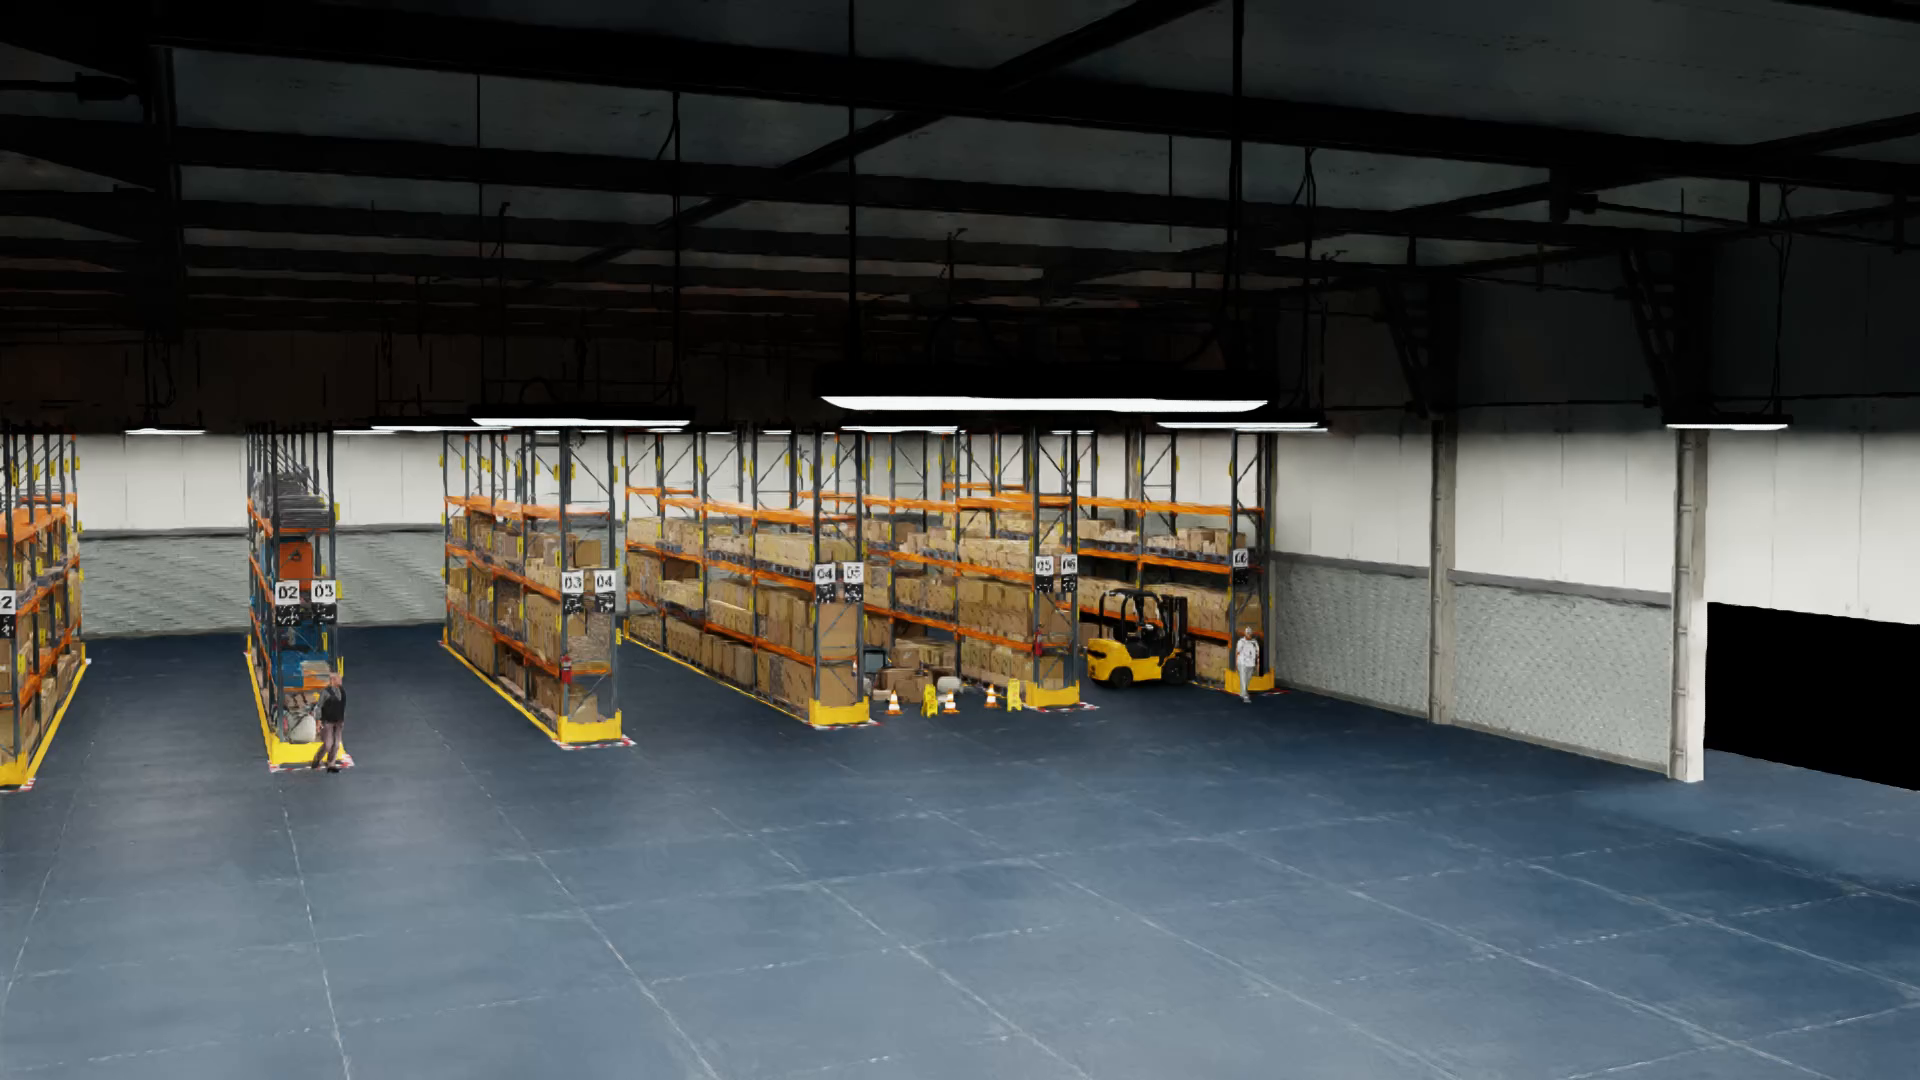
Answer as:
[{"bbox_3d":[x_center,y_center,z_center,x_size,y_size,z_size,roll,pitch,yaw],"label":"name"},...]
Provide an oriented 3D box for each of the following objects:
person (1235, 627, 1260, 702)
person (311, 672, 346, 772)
[{"bbox_3d":[6.203,2.670,35.842,0.478,1.596,1.004,-1,4,-15],"label":"person"},{"bbox_3d":[-10.753,3.096,28.340,0.519,1.716,0.591,2,4,29],"label":"person"}]
